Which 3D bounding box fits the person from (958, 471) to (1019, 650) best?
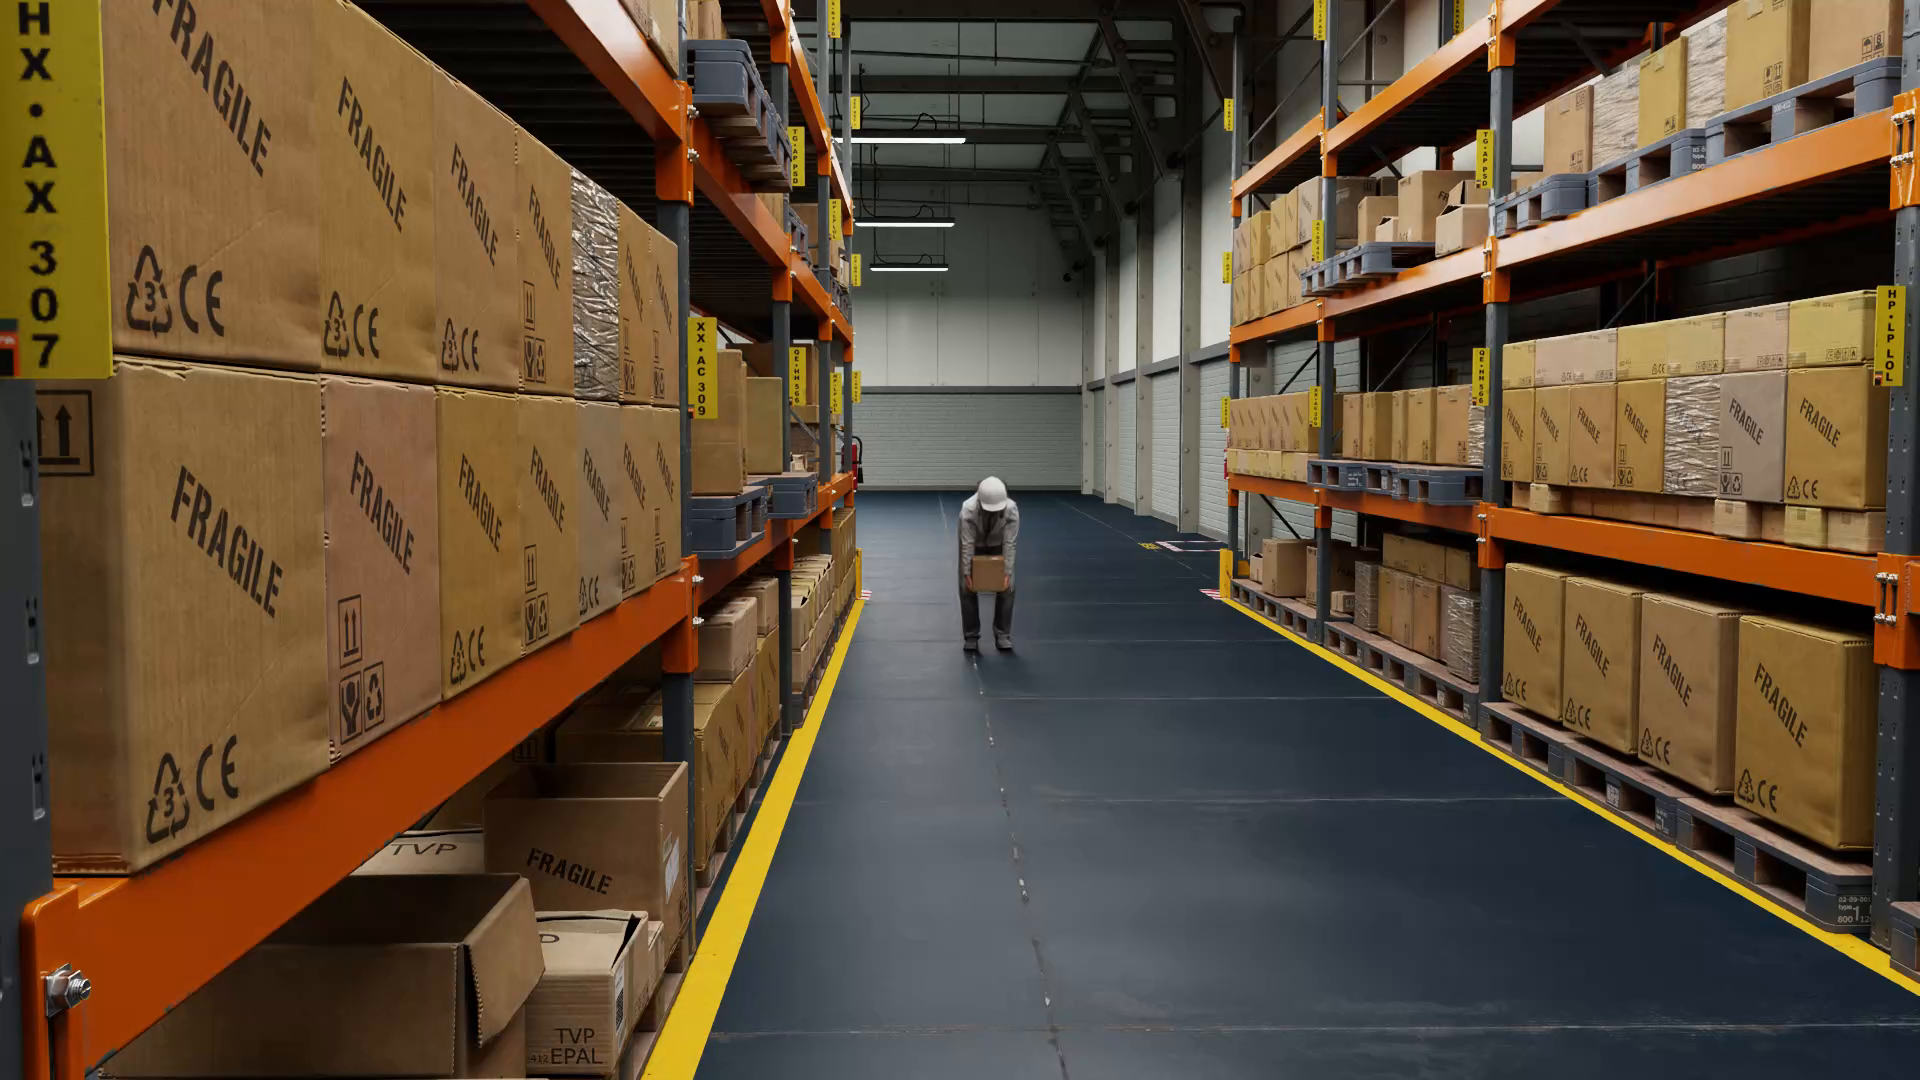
[{"bbox_3d":[0.227,0.167,13.112,0.466,1.431,0.898,0,4,-3],"label":"person"}]
